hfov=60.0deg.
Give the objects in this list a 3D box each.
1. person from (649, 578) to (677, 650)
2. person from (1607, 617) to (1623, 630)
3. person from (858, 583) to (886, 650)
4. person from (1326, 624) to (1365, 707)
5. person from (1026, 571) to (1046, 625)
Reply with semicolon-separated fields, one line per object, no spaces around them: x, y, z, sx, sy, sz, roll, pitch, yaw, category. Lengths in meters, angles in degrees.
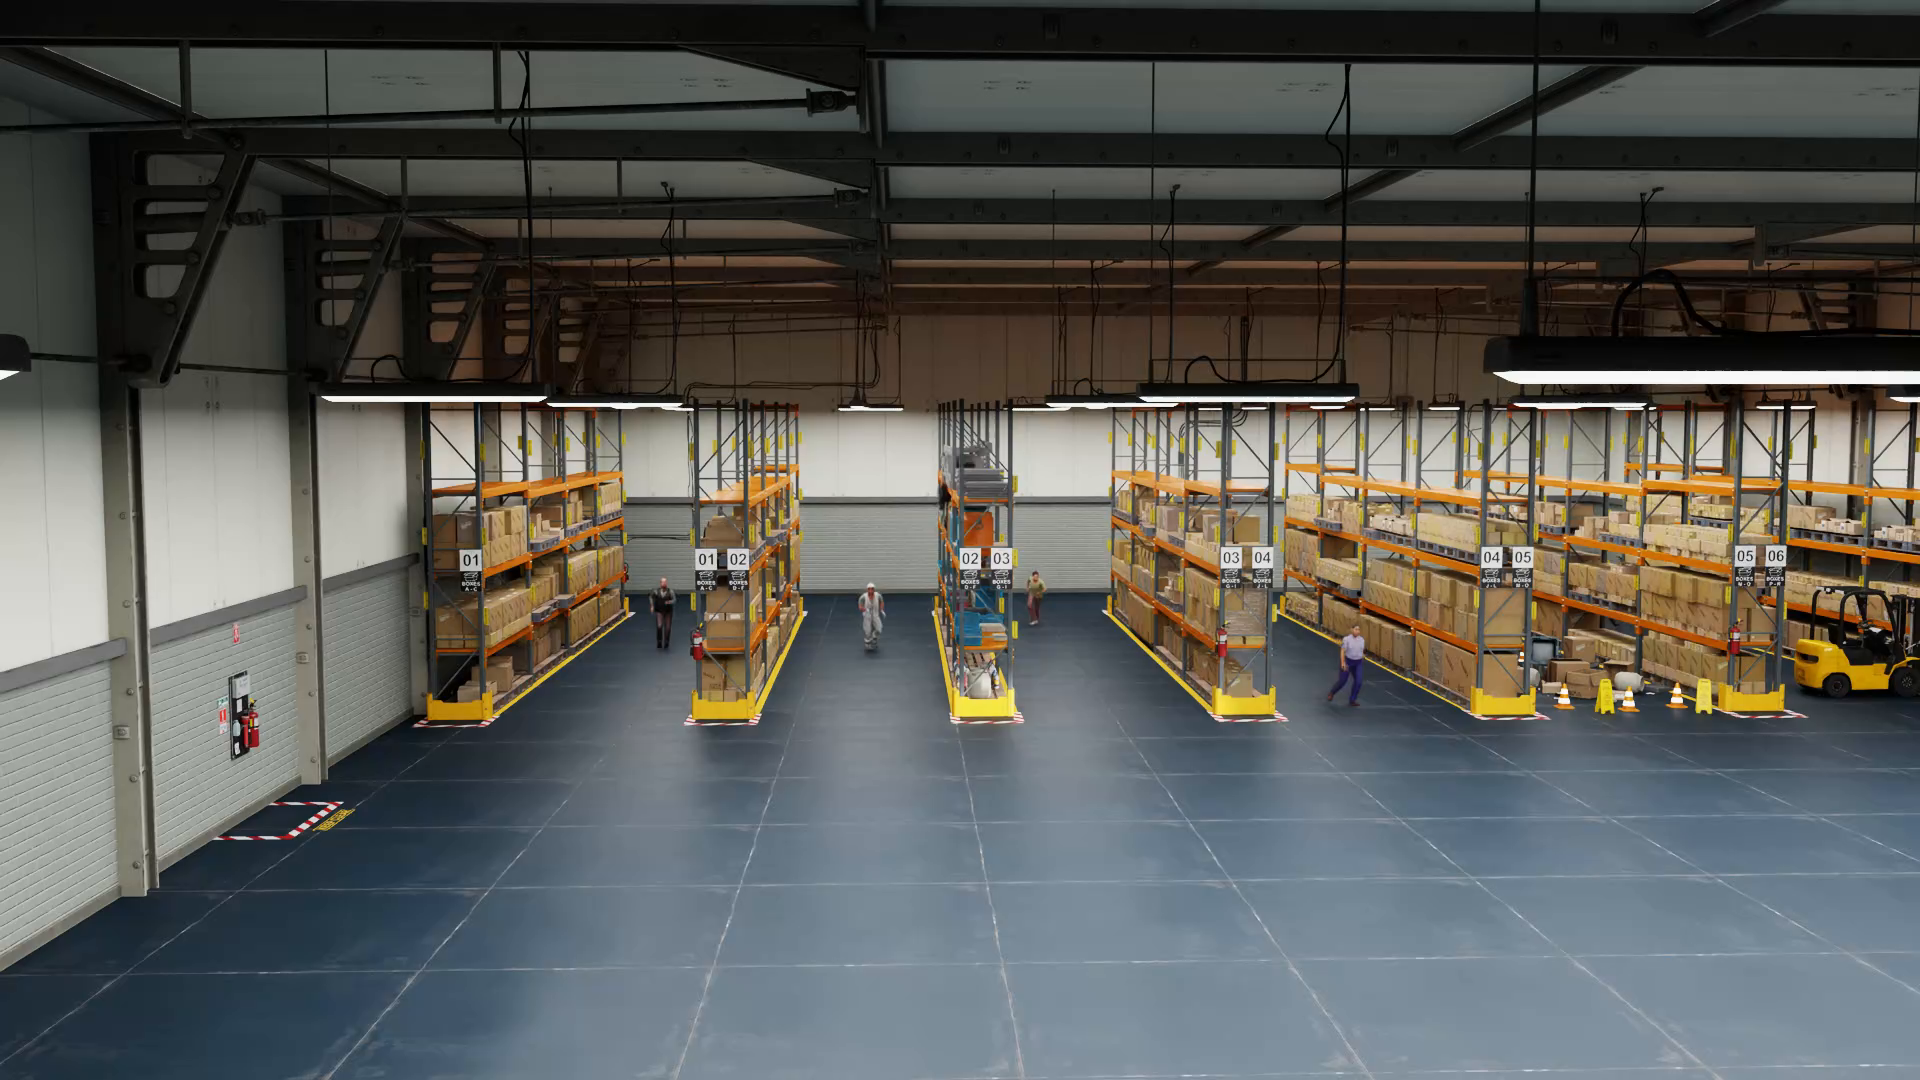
-7.209;1.803;40.387;0.647;1.749;0.724;-1;4;-11;person
17.371;1.632;44.348;0.600;1.475;0.778;-4;6;-39;person
-2.114;1.851;40.060;0.691;1.675;0.792;-1;4;-13;person
7.580;2.430;32.609;0.644;1.620;0.594;-1;4;-14;person
2.076;1.533;44.993;0.596;1.473;1.049;1;4;11;person
